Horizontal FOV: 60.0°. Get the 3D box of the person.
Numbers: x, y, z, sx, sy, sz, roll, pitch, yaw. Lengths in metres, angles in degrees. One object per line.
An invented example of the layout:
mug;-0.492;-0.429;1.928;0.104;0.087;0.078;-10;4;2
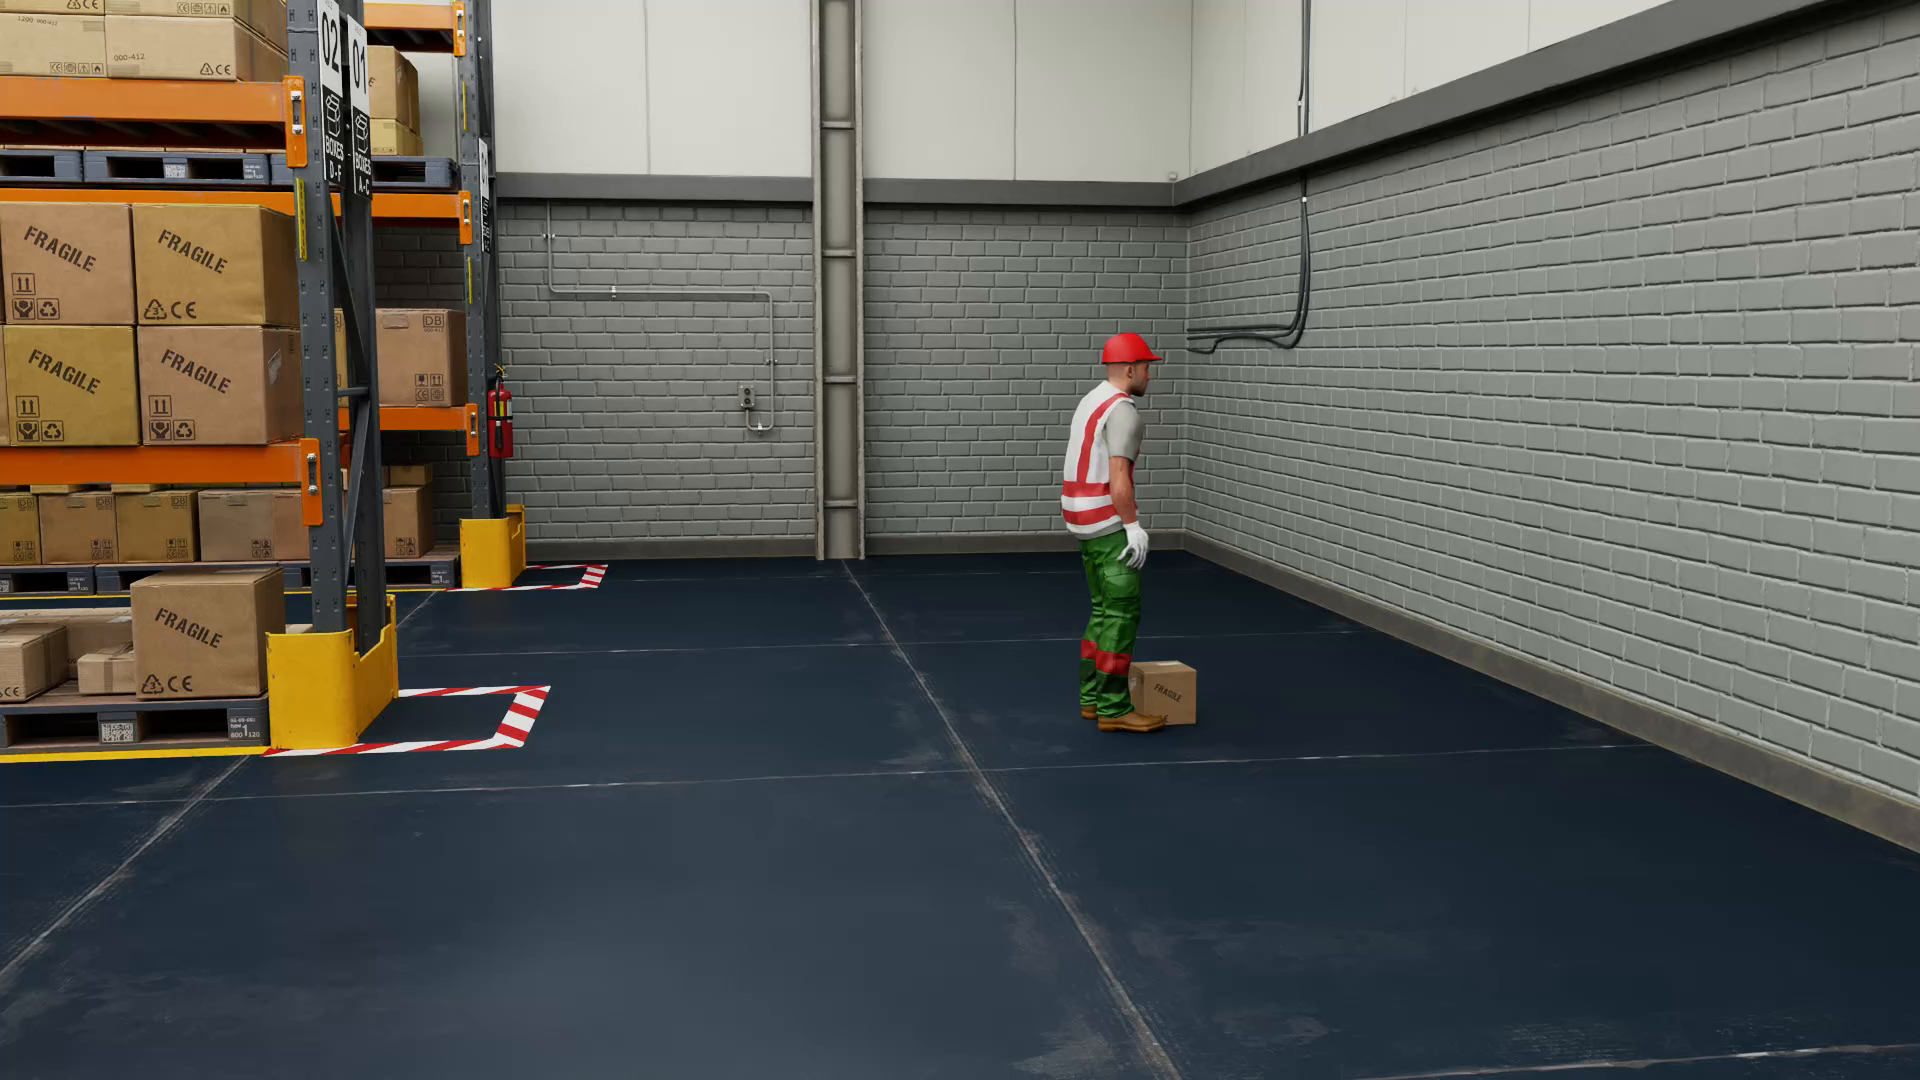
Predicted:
person;0.704;-0.048;7.573;0.451;1.778;0.612;-1;7;-12
